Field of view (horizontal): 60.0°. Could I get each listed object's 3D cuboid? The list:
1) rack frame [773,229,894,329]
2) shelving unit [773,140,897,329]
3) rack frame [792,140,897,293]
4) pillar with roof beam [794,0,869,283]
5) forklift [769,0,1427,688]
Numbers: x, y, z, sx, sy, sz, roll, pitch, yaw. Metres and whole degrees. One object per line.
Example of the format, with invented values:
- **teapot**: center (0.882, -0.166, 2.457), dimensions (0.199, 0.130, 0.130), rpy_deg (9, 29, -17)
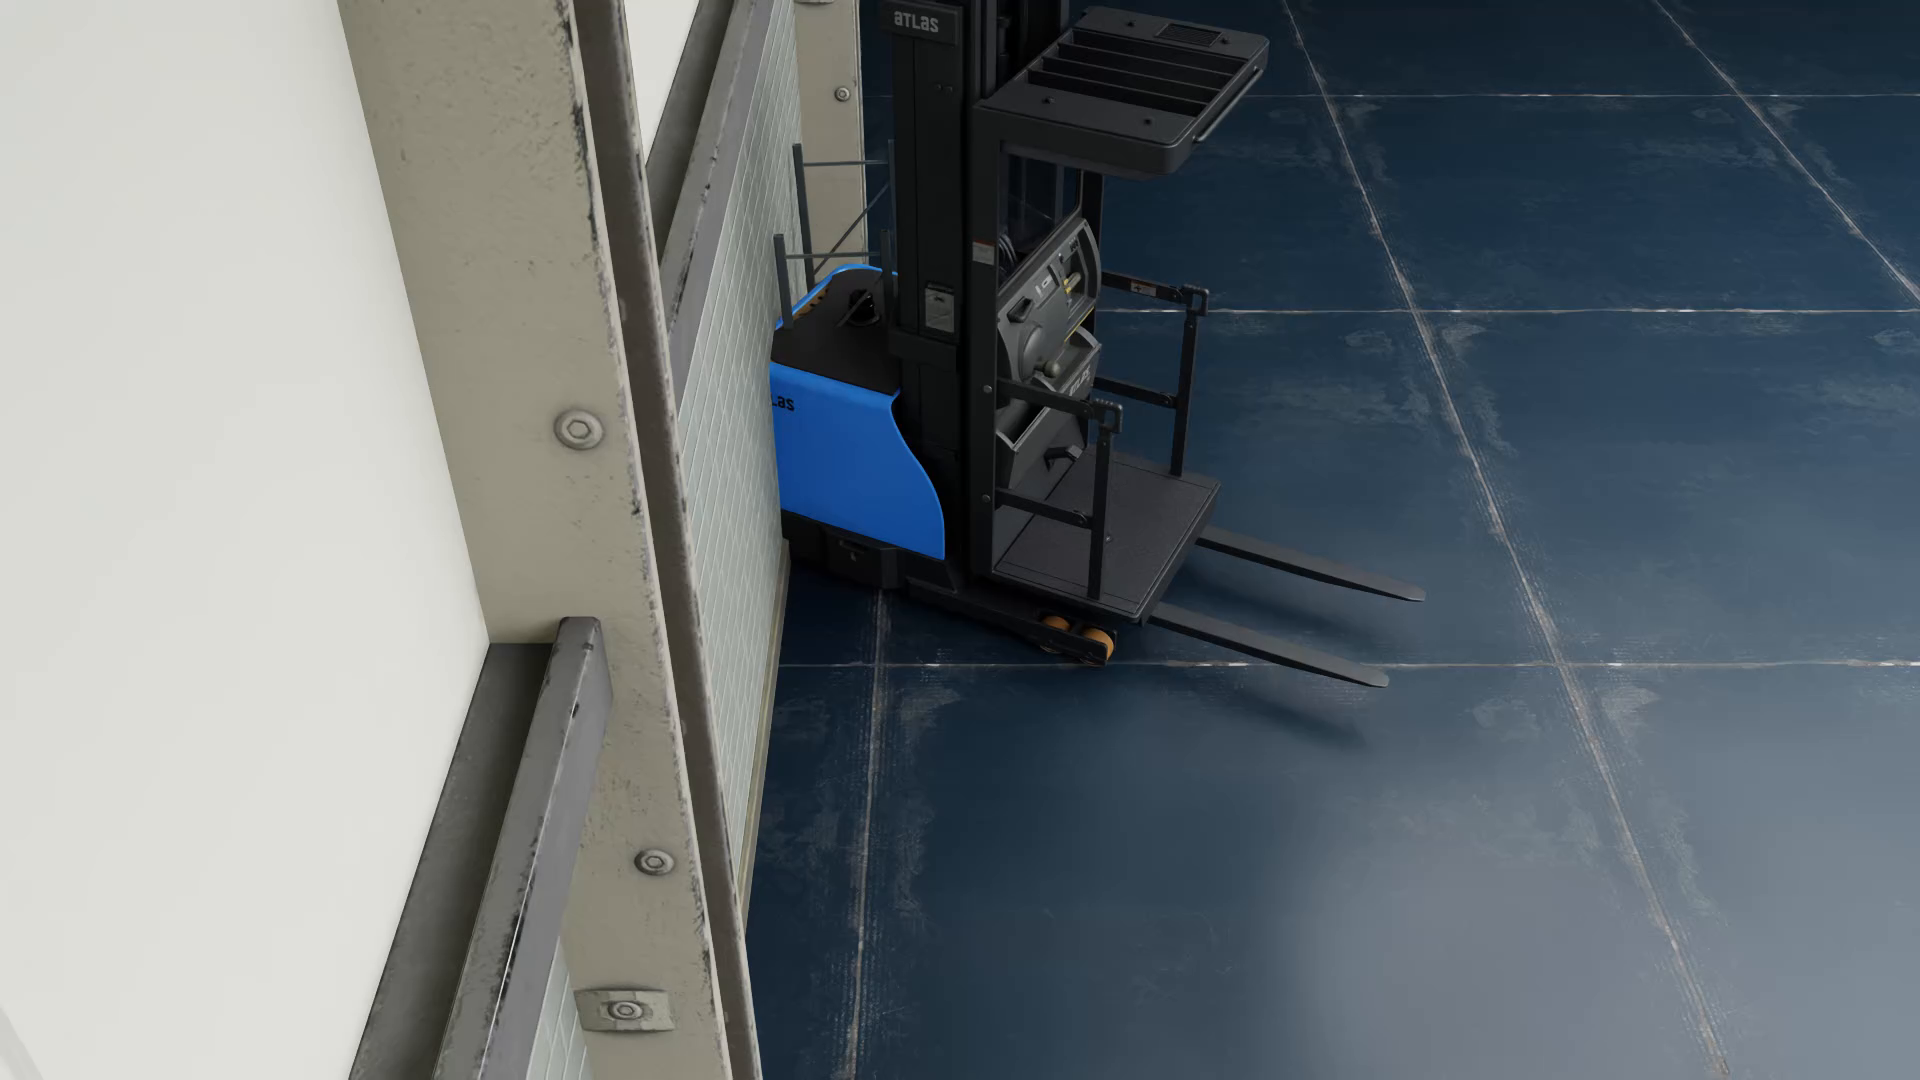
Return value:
- **rack frame**: center (-0.524, -0.710, 7.595), dimensions (0.500, 1.500, 0.032), rpy_deg (-2, 35, 1)
- **shelving unit**: center (-0.525, -0.999, 8.002), dimensions (0.587, 1.500, 1.083), rpy_deg (-2, 35, 1)
- **rack frame**: center (-0.526, -1.298, 8.424), dimensions (0.500, 1.500, 0.032), rpy_deg (-2, 35, 1)
- **pillar with roof beam**: center (3.619, -4.841, 6.840), dimensions (9.100, 9.000, 0.400), rpy_deg (0, 39, 0)
- **forklift**: center (0.559, -0.970, 6.862), dimensions (3.031, 2.935, 1.130), rpy_deg (17, 42, 20)
